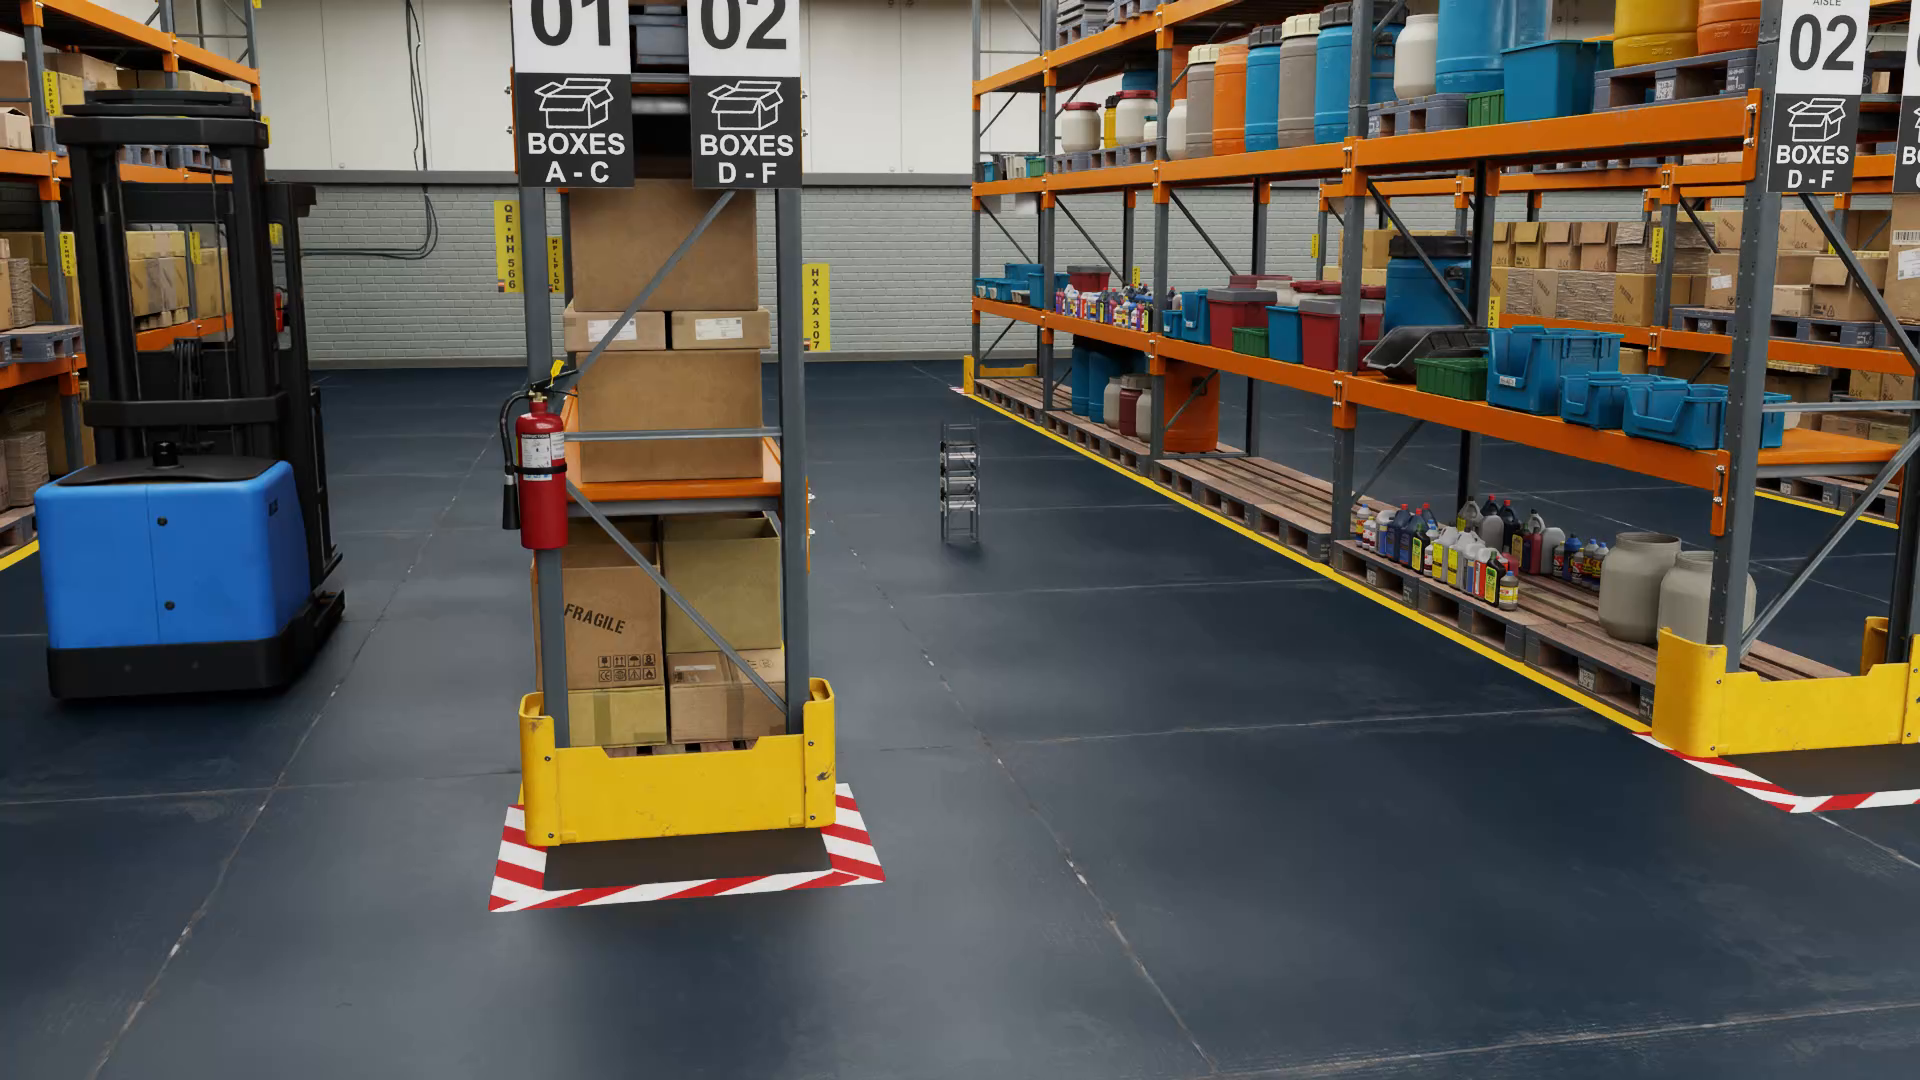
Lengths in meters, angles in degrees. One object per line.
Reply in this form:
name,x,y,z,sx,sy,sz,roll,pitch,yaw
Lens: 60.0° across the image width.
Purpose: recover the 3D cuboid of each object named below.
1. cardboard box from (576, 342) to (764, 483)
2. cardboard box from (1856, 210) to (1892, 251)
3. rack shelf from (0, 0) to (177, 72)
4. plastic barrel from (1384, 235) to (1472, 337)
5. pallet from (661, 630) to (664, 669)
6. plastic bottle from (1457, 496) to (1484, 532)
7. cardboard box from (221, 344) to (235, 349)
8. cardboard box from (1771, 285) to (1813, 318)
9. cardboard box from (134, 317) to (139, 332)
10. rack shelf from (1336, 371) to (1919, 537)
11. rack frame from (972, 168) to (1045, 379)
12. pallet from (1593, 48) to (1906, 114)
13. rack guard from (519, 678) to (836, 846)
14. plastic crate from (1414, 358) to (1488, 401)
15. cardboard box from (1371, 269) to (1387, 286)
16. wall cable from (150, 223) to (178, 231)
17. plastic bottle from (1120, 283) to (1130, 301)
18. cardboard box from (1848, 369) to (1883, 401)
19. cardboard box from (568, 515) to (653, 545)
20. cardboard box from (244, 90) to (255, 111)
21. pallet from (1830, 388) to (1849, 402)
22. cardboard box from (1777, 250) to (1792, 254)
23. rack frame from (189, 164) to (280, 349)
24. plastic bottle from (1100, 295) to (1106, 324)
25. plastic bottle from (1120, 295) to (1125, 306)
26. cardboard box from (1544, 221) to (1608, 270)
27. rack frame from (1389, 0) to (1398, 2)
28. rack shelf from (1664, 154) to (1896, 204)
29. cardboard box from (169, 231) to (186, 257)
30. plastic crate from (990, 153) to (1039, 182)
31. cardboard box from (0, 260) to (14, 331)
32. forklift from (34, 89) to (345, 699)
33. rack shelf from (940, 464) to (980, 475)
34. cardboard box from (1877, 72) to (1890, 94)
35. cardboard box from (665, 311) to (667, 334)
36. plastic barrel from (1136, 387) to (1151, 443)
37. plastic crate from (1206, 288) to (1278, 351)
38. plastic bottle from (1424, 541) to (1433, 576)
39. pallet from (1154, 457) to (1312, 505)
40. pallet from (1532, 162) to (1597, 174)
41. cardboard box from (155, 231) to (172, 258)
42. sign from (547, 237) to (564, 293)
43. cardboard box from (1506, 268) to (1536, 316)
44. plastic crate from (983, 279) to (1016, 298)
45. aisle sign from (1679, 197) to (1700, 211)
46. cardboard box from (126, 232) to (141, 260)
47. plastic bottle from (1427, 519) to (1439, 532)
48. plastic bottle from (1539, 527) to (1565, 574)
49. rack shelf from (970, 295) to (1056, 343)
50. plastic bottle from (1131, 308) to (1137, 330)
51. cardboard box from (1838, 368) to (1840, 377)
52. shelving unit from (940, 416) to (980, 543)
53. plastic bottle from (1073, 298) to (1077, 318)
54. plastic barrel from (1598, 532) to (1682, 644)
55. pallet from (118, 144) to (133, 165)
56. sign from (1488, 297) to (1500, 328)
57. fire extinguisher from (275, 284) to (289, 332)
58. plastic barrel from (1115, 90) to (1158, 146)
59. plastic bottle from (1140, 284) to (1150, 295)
cardboard box,-1.161,-0.522,6.649,0.700,0.500,0.500,-2,11,-11
cardboard box,11.337,-3.887,20.859,0.500,0.500,0.500,-2,11,-10
rack shelf,-7.886,-4.437,14.436,1.077,0.370,4.000,-2,11,-11
plastic barrel,3.221,-1.628,11.386,0.600,0.901,0.708,-2,11,-11
pallet,-1.507,0.621,8.369,1.003,0.211,1.213,-2,11,-11
plastic bottle,3.265,-0.102,10.617,0.144,0.351,0.185,-2,11,-11
cardboard box,-8.565,-2.249,19.817,0.380,0.149,0.250,-2,11,-9
cardboard box,7.179,-2.030,14.120,0.500,0.250,0.500,-2,11,-13
cardboard box,-7.687,-1.958,15.078,0.380,0.149,0.250,-2,11,-9
rack shelf,3.387,-0.580,9.143,1.077,0.370,4.000,-2,11,-11
rack frame,0.665,-3.501,22.566,1.000,3.000,0.127,-2,11,-11
pallet,3.712,-2.102,7.702,1.003,0.211,1.213,-2,11,-11
rack guard,-1.078,0.846,6.417,1.175,0.500,0.348,-2,11,-11
plastic crate,2.986,-0.936,9.661,0.450,0.188,0.662,-2,11,-11
cardboard box,5.660,-3.373,21.499,0.500,0.250,0.500,-2,11,-12
wall cable,-10.230,-3.840,21.632,0.084,1.984,1.851,-2,11,-11
plastic bottle,1.801,-2.581,17.866,0.144,0.351,0.185,-2,11,-11
cardboard box,11.069,-1.942,19.940,0.500,0.500,0.500,-2,11,-9
cardboard box,-1.688,0.119,7.774,0.500,0.500,0.500,-2,11,-11
cardboard box,-8.643,-5.040,19.635,0.500,0.500,0.500,-2,11,-11
pallet,11.021,-1.861,21.410,1.003,0.211,1.213,-2,11,-11
cardboard box,10.715,-3.478,21.384,0.500,0.500,0.500,-2,11,-13
rack frame,-9.053,-3.140,20.674,1.000,3.000,0.127,-2,11,-11
plastic bottle,1.439,-2.303,16.585,0.061,0.283,0.133,-2,11,-11
plastic bottle,1.607,-2.284,16.484,0.061,0.283,0.133,-2,11,-11
cardboard box,6.692,-3.133,17.682,0.797,0.503,0.637,-2,11,-9
rack frame,5.523,-6.628,22.952,1.000,3.000,0.127,-2,11,-11
rack shelf,7.468,-2.967,13.664,1.077,0.370,4.000,-2,11,-11
cardboard box,-7.934,-2.904,16.309,0.500,0.250,0.500,-2,11,-10
plastic crate,0.692,-4.654,20.767,0.504,0.338,0.767,-2,11,-11
cardboard box,-7.261,-1.751,11.930,0.700,0.500,0.500,-3,11,-16
forklift,-4.117,-0.911,9.146,1.130,2.935,3.031,-2,11,-12
rack shelf,-0.002,-0.499,12.110,0.258,0.077,0.200,-2,11,-11
cardboard box,7.678,-3.473,13.000,0.797,0.503,0.637,-2,11,-9
cardboard box,-1.096,-0.975,7.293,0.380,0.149,0.250,-2,11,-12
plastic barrel,1.911,-1.207,16.046,0.421,0.512,0.421,0,11,0
plastic crate,2.235,-1.757,13.236,0.402,0.464,0.583,-2,11,-11
plastic bottle,2.817,0.109,9.907,0.097,0.201,0.097,0,11,0
pallet,2.333,-0.520,14.364,1.003,0.211,1.213,-2,11,-11
pallet,6.681,-3.915,17.228,1.003,0.211,1.213,-2,11,-8
cardboard box,-7.844,-2.810,15.814,0.500,0.250,0.500,-2,11,-10
sign,-2.391,-1.629,9.846,0.100,0.325,0.005,-2,11,-11
cardboard box,6.341,-2.719,18.191,0.500,0.500,0.500,-2,11,-12
plastic crate,0.518,-3.270,21.641,0.416,0.233,0.300,-2,11,-11
aisle sign,10.688,-5.144,24.248,0.394,0.787,0.004,-2,11,-11
cardboard box,-7.645,-2.623,14.832,0.500,0.250,0.500,-2,11,-12
plastic bottle,2.895,0.010,10.243,0.097,0.271,0.097,0,11,0
plastic bottle,3.534,0.054,9.998,0.152,0.276,0.135,-2,11,-10
rack shelf,1.054,-2.780,20.706,1.077,0.370,4.000,-2,11,-11
plastic bottle,1.655,-2.077,15.615,0.097,0.201,0.097,0,11,0
cardboard box,11.292,-2.182,21.345,0.380,0.149,0.250,-2,11,-11
shelving unit,-0.002,-0.444,12.120,0.258,0.900,0.210,-2,11,-11
plastic bottle,1.245,-2.463,17.648,0.097,0.201,0.097,0,11,0
plastic barrel,3.476,0.240,8.445,0.421,0.512,0.421,0,11,0
pallet,-7.895,-3.375,14.389,1.003,0.211,1.213,-2,11,-8
sign,3.540,-1.454,11.072,0.100,0.325,0.005,-2,11,-11
fire extinguisher,-8.630,-2.964,20.949,0.296,0.674,0.183,-2,11,-11
plastic barrel,1.728,-4.100,16.205,0.433,0.535,0.433,0,11,0
plastic bottle,1.978,-2.552,17.715,0.144,0.351,0.185,-2,11,-11
